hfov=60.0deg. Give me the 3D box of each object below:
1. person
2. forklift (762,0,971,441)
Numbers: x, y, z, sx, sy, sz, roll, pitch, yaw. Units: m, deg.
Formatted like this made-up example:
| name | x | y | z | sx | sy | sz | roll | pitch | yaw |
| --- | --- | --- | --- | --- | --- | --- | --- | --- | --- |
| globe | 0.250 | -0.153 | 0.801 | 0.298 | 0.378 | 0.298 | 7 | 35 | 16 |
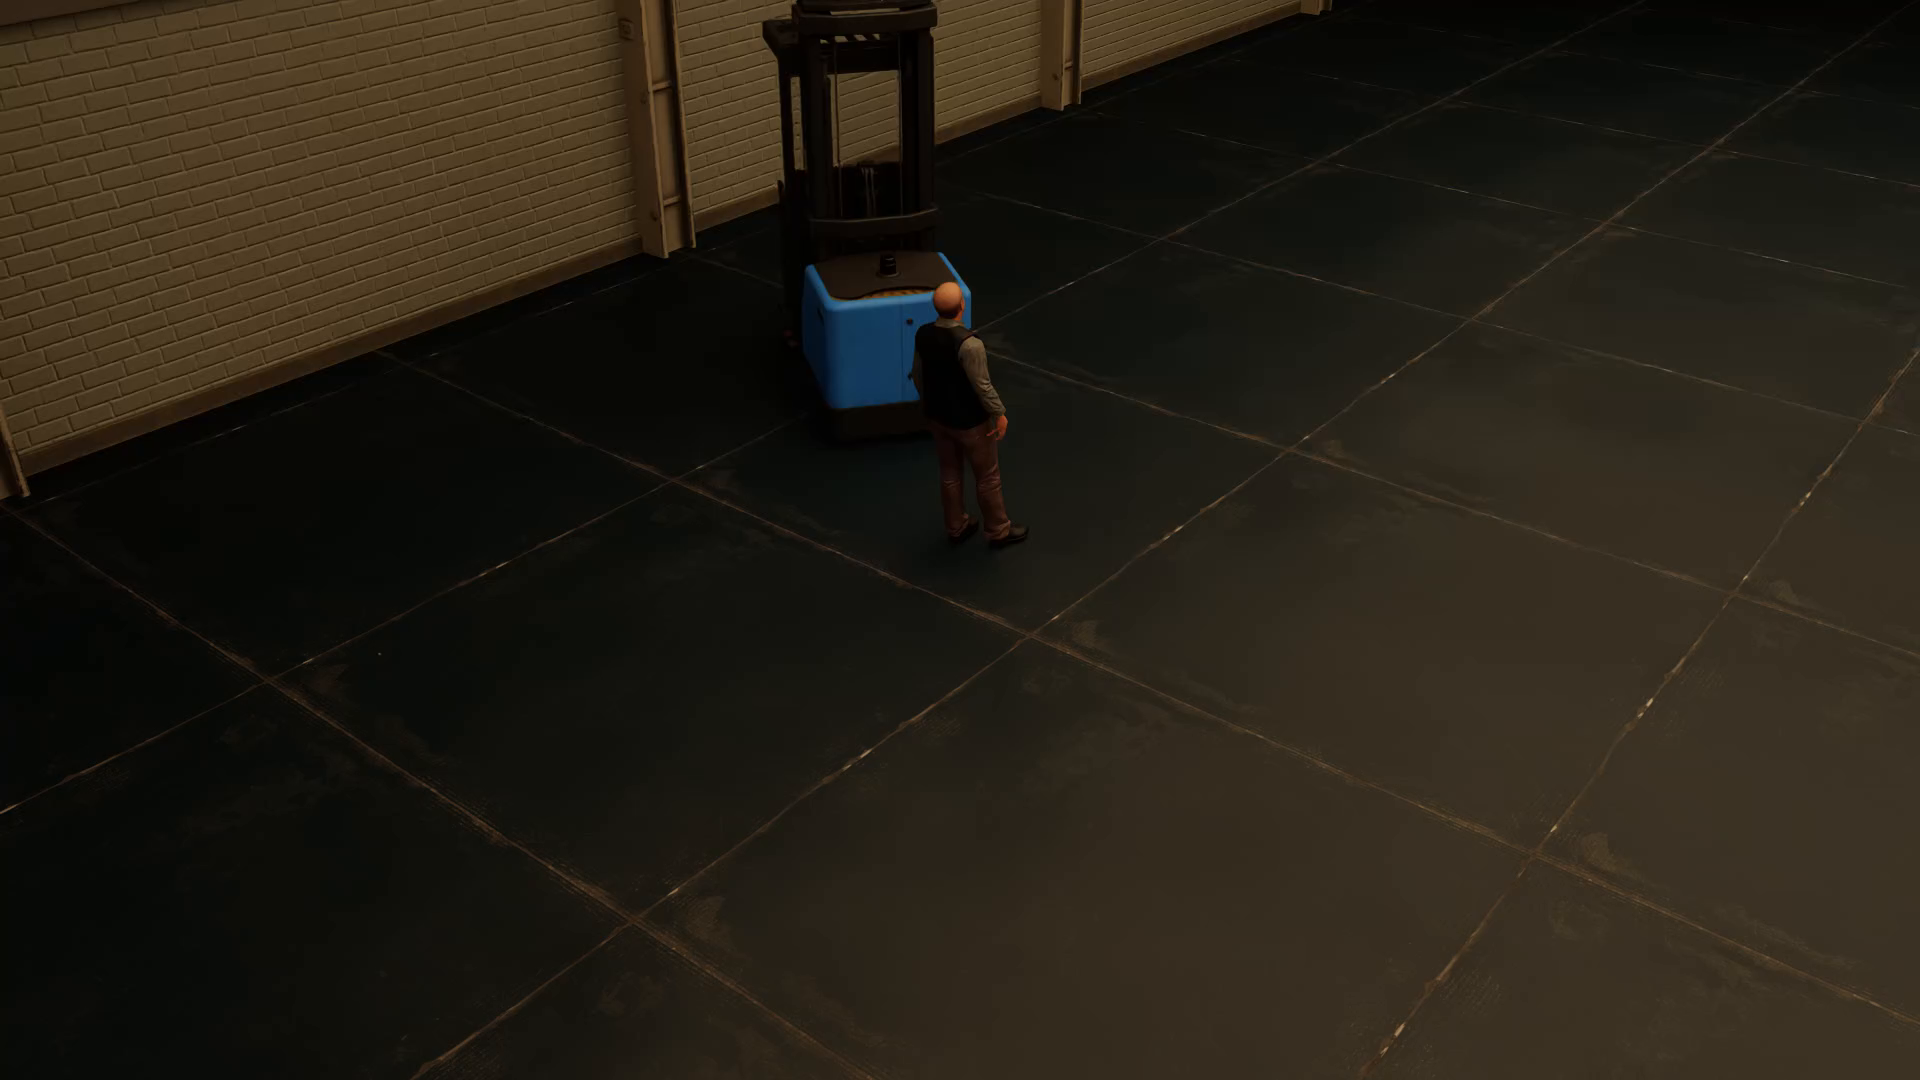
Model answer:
| name | x | y | z | sx | sy | sz | roll | pitch | yaw |
| --- | --- | --- | --- | --- | --- | --- | --- | --- | --- |
| person | 0.050 | -0.775 | 10.105 | 0.633 | 1.721 | 0.551 | 22 | 37 | 33 |
| forklift | -0.784 | -2.686 | 12.193 | 1.130 | 2.935 | 3.031 | -8 | 31 | -13 |
